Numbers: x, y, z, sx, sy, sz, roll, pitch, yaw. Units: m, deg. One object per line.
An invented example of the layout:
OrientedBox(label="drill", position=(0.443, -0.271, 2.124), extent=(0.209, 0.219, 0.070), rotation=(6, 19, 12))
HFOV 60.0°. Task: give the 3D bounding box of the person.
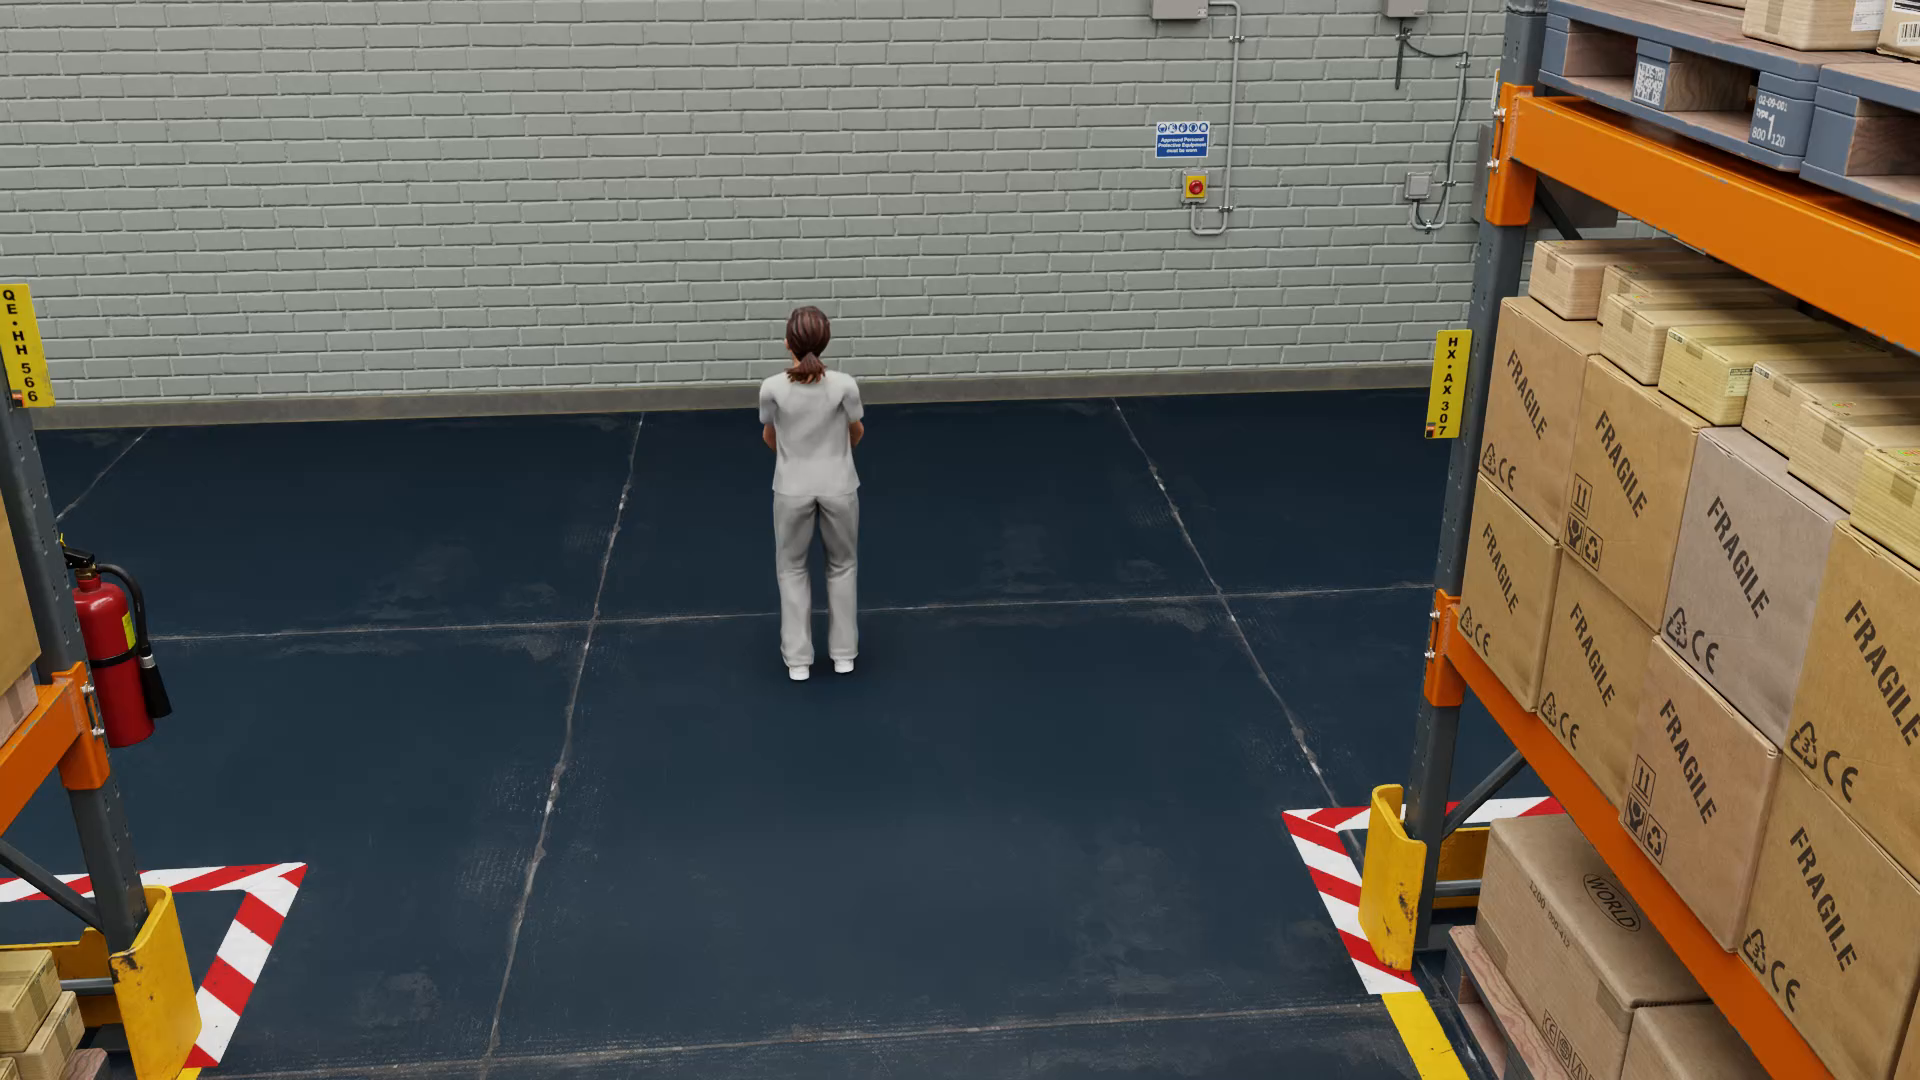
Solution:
OrientedBox(label="person", position=(-0.620, -0.215, 7.103), extent=(0.436, 1.667, 0.542), rotation=(-2, 24, -5))
